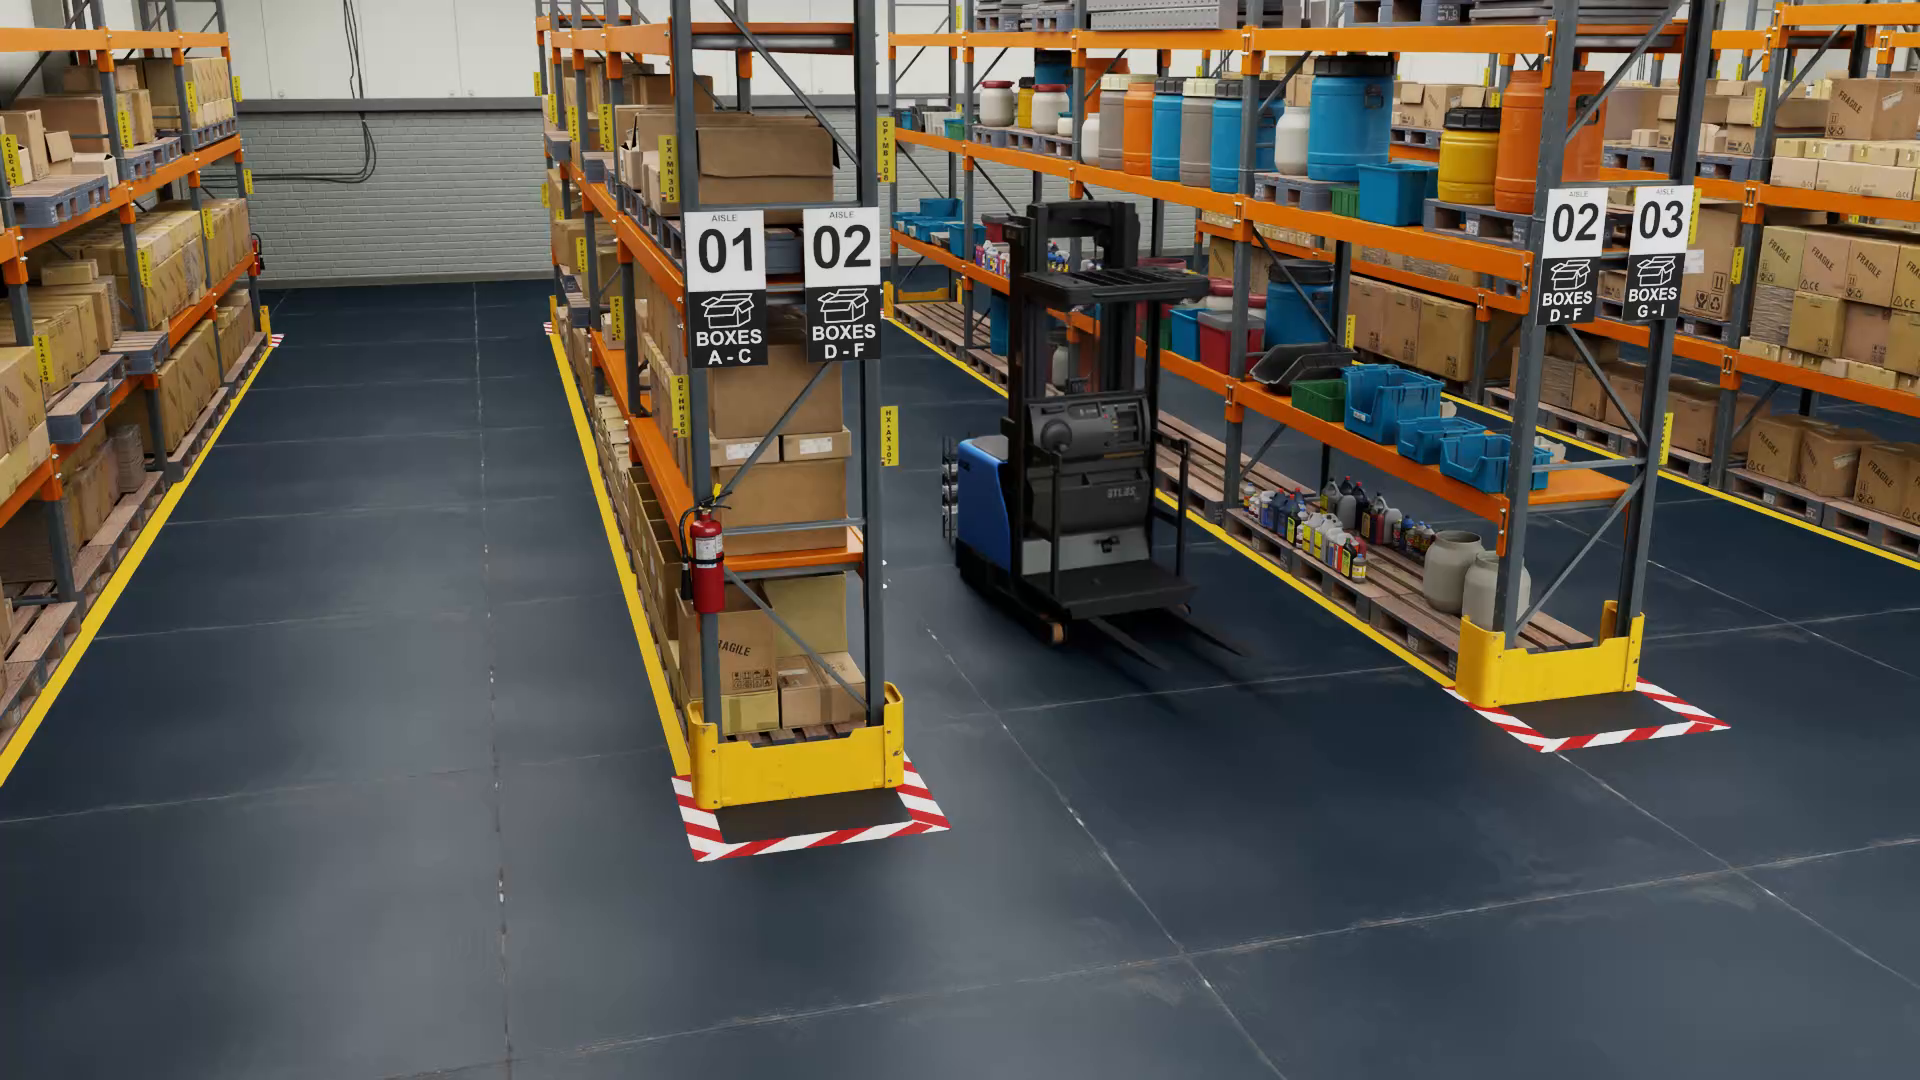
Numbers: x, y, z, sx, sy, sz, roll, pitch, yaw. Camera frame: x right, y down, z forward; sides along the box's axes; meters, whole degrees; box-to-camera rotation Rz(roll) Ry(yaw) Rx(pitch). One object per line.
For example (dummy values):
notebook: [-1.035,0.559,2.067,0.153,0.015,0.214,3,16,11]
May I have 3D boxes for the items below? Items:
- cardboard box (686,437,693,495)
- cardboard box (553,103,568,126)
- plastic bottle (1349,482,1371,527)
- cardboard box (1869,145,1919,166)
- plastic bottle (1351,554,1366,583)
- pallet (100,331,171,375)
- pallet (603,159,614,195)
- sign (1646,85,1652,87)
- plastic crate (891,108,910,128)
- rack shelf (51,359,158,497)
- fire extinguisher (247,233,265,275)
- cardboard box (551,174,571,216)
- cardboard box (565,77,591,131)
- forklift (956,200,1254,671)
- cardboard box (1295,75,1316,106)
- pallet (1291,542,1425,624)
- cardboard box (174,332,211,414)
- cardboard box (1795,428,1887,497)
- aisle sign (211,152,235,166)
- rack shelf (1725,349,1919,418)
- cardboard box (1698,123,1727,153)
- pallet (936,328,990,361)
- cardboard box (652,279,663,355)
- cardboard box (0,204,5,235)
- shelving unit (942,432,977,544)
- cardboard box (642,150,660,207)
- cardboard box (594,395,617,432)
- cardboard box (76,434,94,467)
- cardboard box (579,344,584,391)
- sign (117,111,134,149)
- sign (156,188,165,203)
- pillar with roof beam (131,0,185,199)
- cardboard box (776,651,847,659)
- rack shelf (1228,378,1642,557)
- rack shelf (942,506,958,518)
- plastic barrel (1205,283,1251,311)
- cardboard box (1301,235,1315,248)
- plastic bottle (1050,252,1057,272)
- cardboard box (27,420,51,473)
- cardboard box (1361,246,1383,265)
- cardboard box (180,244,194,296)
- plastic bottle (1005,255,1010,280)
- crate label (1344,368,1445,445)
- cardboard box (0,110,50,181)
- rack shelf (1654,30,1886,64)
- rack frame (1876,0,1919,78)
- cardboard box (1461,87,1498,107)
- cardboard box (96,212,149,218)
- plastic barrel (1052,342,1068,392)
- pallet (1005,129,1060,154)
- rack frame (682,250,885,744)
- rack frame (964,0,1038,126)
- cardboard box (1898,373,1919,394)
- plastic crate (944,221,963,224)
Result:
cardboard box: [-1.313,-0.524,10.310,0.700,0.500,0.500,-5,17,-15]
cardboard box: [-4.610,-5.100,19.895,0.500,0.250,0.500,-5,17,-15]
plastic bottle: [3.254,-0.294,13.558,0.144,0.351,0.185,-6,18,-18]
cardboard box: [7.593,-3.104,13.424,0.380,0.149,0.250,-5,17,-16]
plastic bottle: [2.920,0.202,12.166,0.097,0.201,0.097,0,17,0]
pallet: [-7.580,-1.603,14.409,1.213,0.211,1.003,-5,17,-15]
pallet: [-2.533,-3.133,14.282,1.003,0.211,1.213,-4,17,-13]
sign: [9.588,-6.169,23.161,0.100,0.325,0.005,-5,17,-15]
plastic crate: [-0.713,-6.126,24.144,0.497,0.269,0.590,-5,17,-15]
rack shelf: [-7.328,-0.986,13.272,1.077,0.370,4.000,-5,17,-15]
fire extinguisher: [-9.674,-3.959,22.702,0.296,0.674,0.183,-5,17,-15]
cardboard box: [-5.162,-4.590,22.106,0.500,0.500,0.500,-4,17,-14]
cardboard box: [-4.148,-4.971,18.997,0.600,0.600,0.600,-6,18,-20]
forklift: [1.002,-0.811,11.557,1.130,2.935,3.031,-7,18,-22]
cardboard box: [5.038,-6.110,22.789,0.700,0.500,0.500,-6,18,-19]
pallet: [3.230,0.302,12.580,1.003,0.211,1.213,-5,17,-15]
cardboard box: [-8.426,-1.747,17.560,0.750,0.750,0.750,-4,17,-14]
cardboard box: [7.746,-0.685,14.632,0.500,0.500,0.500,1,17,2]
aisle sign: [-9.808,-5.385,22.148,0.394,0.787,0.004,-5,17,-15]
rack shelf: [8.059,-1.055,13.499,1.077,0.370,4.000,-5,17,-15]
cardboard box: [7.155,-3.778,15.604,0.396,0.266,0.258,-4,17,-13]
pallet: [0.309,-2.638,22.369,1.003,0.211,1.213,-5,17,-15]
cardboard box: [-1.748,-1.577,11.561,0.700,0.500,0.500,-5,17,-15]
cardboard box: [-6.401,-2.151,10.475,0.500,0.500,0.500,-4,17,-14]
shelving unit: [-0.002,-0.433,13.830,0.258,0.900,0.210,-5,17,-15]
cardboard box: [-1.640,-2.177,9.954,0.500,0.311,0.500,-3,17,-9]
cardboard box: [-3.254,-1.261,16.012,0.500,0.311,0.500,-4,17,-13]
cardboard box: [-7.387,-0.757,13.535,0.500,0.250,0.500,-5,17,-16]
cardboard box: [-4.029,-1.958,18.837,0.500,0.500,0.500,-4,17,-15]
sign: [-7.355,-3.610,14.645,0.100,0.325,0.005,-5,17,-15]
sign: [-10.612,-4.507,22.100,0.100,0.325,0.005,-5,17,-15]
pillar with roof beam: [-7.511,-7.989,24.905,9.100,9.000,0.400,-5,17,-15]
cardboard box: [-0.992,0.748,10.297,0.500,0.250,0.500,-5,17,-15]
rack shelf: [3.297,-0.663,12.196,1.077,0.370,4.000,-5,17,-15]
rack shelf: [-0.002,-0.229,13.891,0.258,0.077,0.200,-5,17,-15]
plastic barrel: [2.493,-2.111,15.529,0.433,0.535,0.433,0,17,0]
cardboard box: [4.912,-4.103,22.835,0.380,0.149,0.250,-5,17,-15]
plastic bottle: [1.129,-3.336,20.067,0.097,0.271,0.097,0,17,0]
cardboard box: [-6.357,-0.608,10.989,0.500,0.250,0.500,-5,17,-15]
cardboard box: [5.473,-3.789,21.177,0.500,0.500,0.500,-5,17,-17]
cardboard box: [-8.328,-2.803,17.342,0.500,0.500,0.500,-5,17,-15]
plastic bottle: [0.628,-3.236,19.726,0.152,0.276,0.135,-5,17,-15]
crate label: [3.080,-0.959,11.869,0.502,0.435,0.616,-5,17,-15]
cardboard box: [-7.191,-2.962,12.480,0.500,0.500,0.500,-5,18,-17]
rack shelf: [10.657,-6.313,21.273,1.077,0.370,4.000,-5,17,-15]
rack frame: [11.207,-6.296,19.270,1.000,3.000,0.127,-5,17,-15]
cardboard box: [6.173,-4.909,18.957,0.797,0.503,0.637,-4,17,-12]
cardboard box: [-9.101,-3.402,18.033,0.500,0.250,0.500,-4,17,-14]
plastic barrel: [1.256,-1.960,18.857,0.421,0.512,0.421,0,17,0]
pallet: [1.172,-4.597,19.157,1.003,0.211,1.213,-5,17,-15]
rack frame: [-0.917,-0.064,8.950,1.000,3.000,0.127,-5,17,-15]
rack frame: [0.549,-6.647,20.438,1.000,3.000,0.127,-5,17,-15]
cardboard box: [7.817,-1.269,13.401,0.380,0.149,0.250,-5,17,-15]
plastic crate: [-0.153,-4.571,24.310,0.396,0.136,0.243,-5,17,-15]
